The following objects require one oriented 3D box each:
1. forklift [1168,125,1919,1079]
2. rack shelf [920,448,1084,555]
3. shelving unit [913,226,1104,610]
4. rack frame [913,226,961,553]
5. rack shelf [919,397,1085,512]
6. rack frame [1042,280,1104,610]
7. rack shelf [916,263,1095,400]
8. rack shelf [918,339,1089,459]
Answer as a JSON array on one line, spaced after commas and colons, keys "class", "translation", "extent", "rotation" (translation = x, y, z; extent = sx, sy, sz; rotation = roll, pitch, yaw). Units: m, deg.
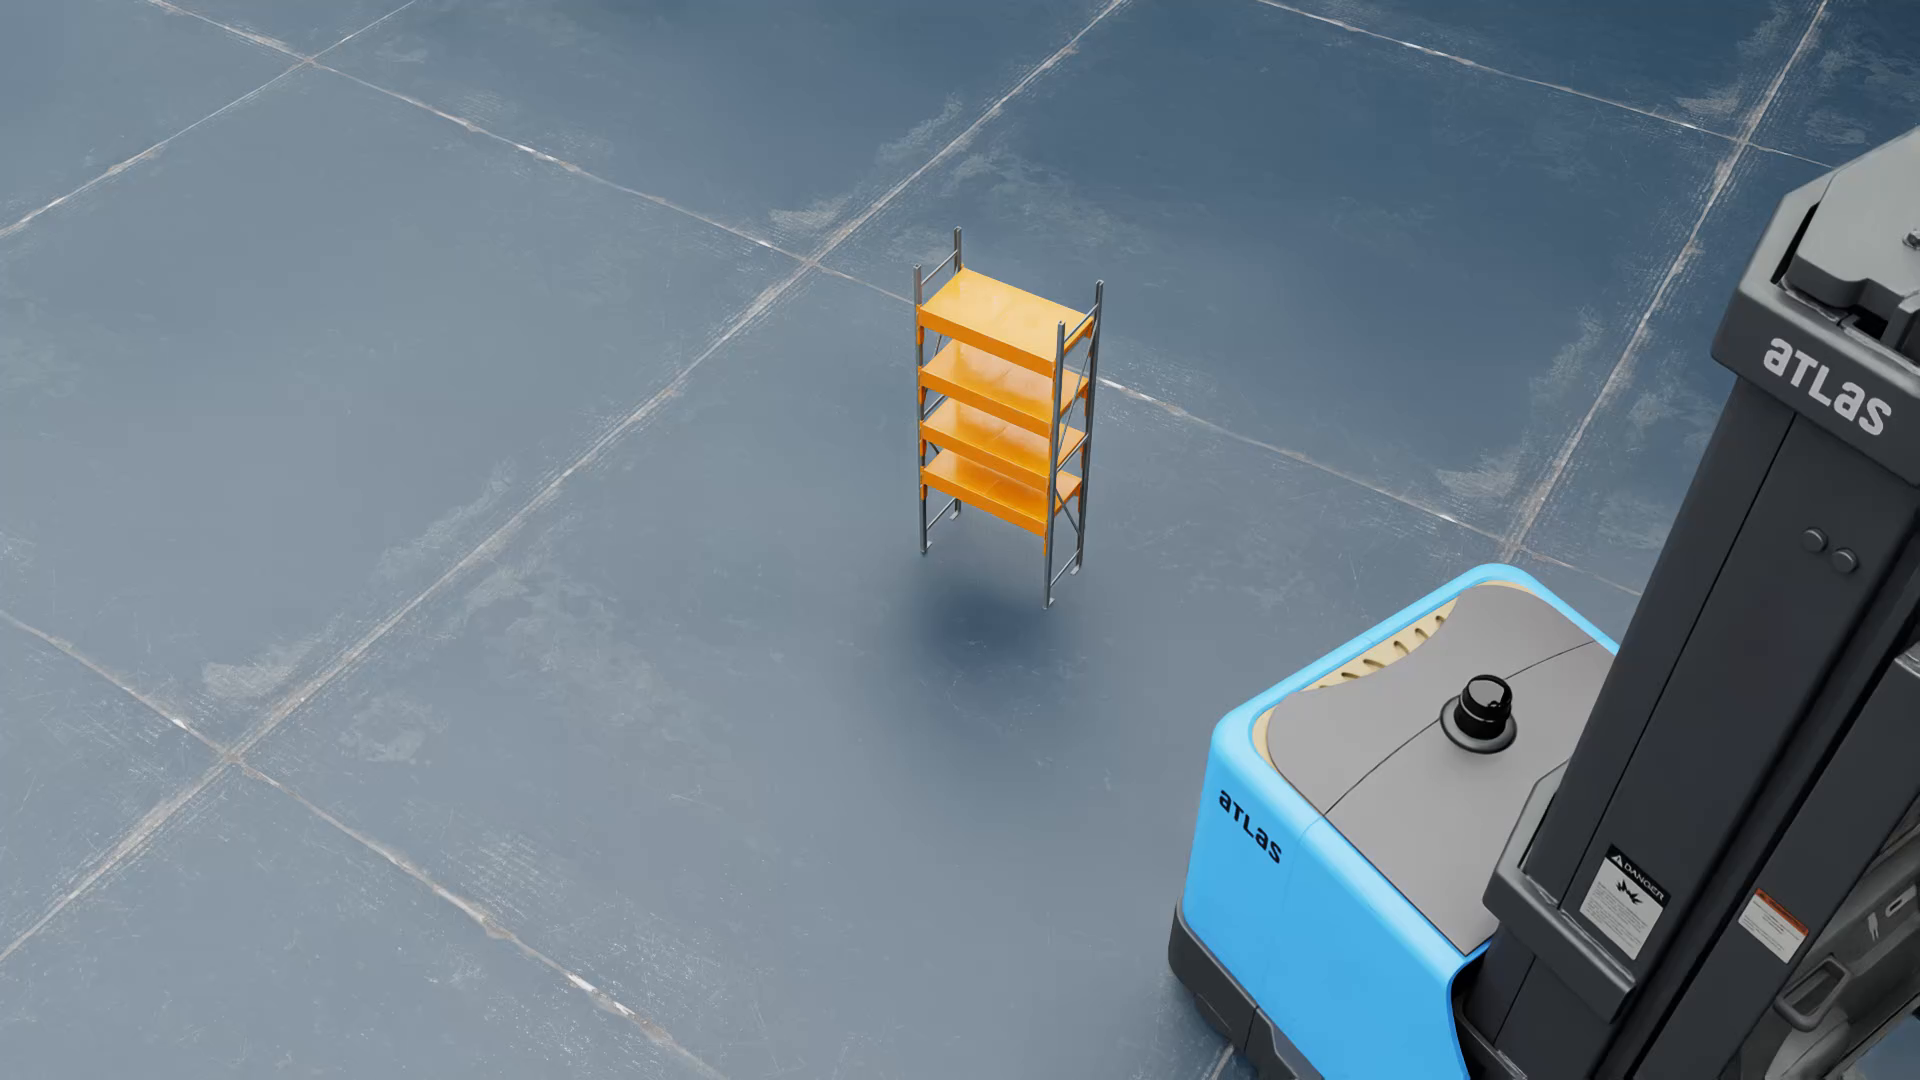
[{"class": "forklift", "translation": [1.818, 0.828, 2.902], "extent": [1.130, 2.935, 3.031], "rotation": [-26, 51, -23]}, {"class": "rack shelf", "translation": [0.139, -0.169, 5.448], "extent": [0.480, 0.148, 0.258], "rotation": [25, 51, 22]}, {"class": "shelving unit", "translation": [0.139, -0.354, 5.257], "extent": [0.503, 1.200, 0.258], "rotation": [25, 51, 22]}, {"class": "rack frame", "translation": [-0.066, -0.449, 5.349], "extent": [0.015, 1.200, 0.240], "rotation": [25, 51, 22]}, {"class": "rack shelf", "translation": [0.139, -0.307, 5.306], "extent": [0.480, 0.148, 0.258], "rotation": [25, 51, 22]}, {"class": "rack frame", "translation": [0.345, -0.260, 5.166], "extent": [0.015, 1.200, 0.240], "rotation": [25, 51, 22]}, {"class": "rack shelf", "translation": [0.139, -0.628, 4.976], "extent": [0.480, 0.148, 0.258], "rotation": [25, 51, 22]}, {"class": "rack shelf", "translation": [0.139, -0.463, 5.145], "extent": [0.480, 0.148, 0.258], "rotation": [25, 51, 22]}]
